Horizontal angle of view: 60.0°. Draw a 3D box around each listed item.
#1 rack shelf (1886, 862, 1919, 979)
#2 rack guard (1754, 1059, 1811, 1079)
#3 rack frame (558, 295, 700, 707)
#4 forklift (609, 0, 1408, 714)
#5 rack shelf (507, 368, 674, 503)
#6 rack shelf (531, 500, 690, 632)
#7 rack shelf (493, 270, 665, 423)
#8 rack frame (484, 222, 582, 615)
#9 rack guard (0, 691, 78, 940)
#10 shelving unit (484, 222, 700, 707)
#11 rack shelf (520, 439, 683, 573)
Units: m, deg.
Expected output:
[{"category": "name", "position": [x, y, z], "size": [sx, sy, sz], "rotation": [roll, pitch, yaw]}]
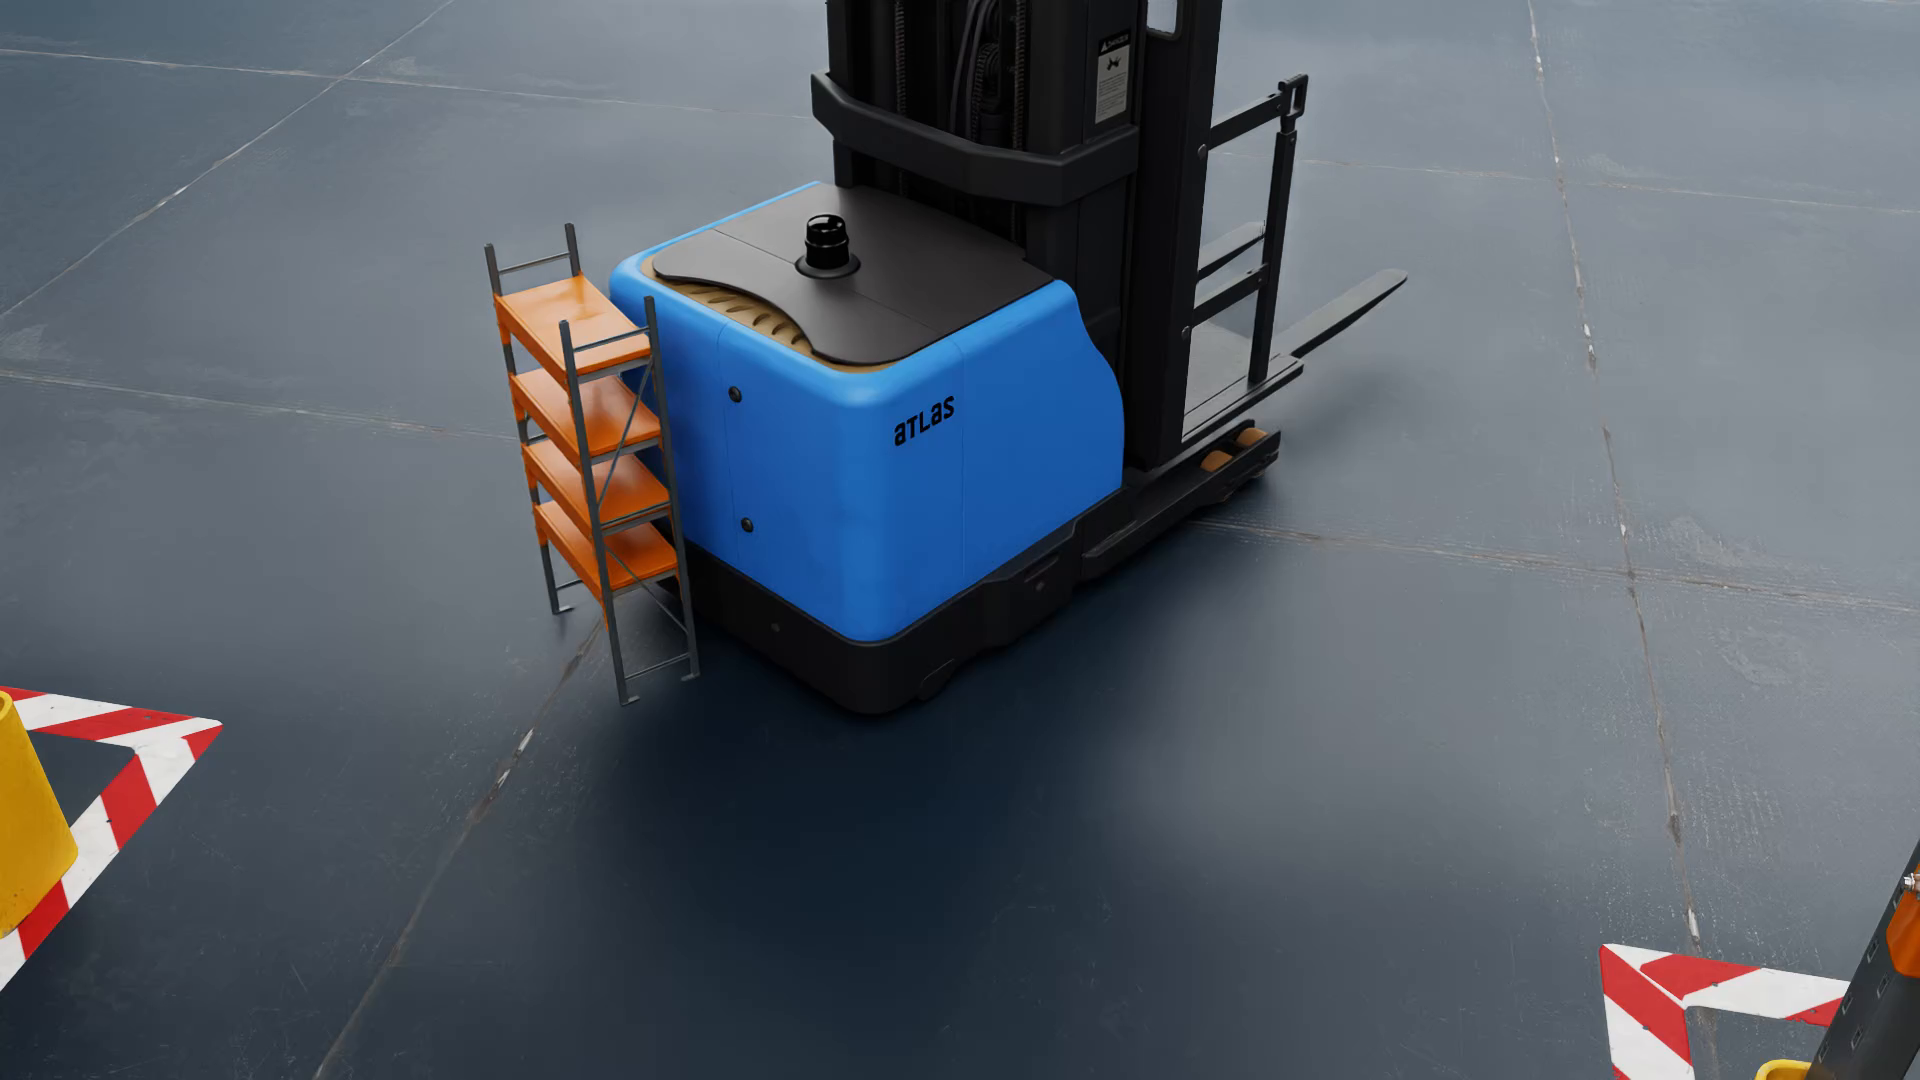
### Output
[{"category": "rack shelf", "position": [1.590, 1.709, 0.949], "size": [1.077, 0.370, 4.000], "rotation": [7, 37, 10]}, {"category": "rack guard", "position": [2.001, 1.327, 2.993], "size": [1.175, 0.500, 0.348], "rotation": [7, 37, 10]}, {"category": "rack frame", "position": [-0.842, -0.065, 4.317], "size": [0.240, 1.200, 0.015], "rotation": [-21, 41, -27]}, {"category": "forklift", "position": [0.413, -1.493, 4.812], "size": [1.130, 2.935, 3.031], "rotation": [29, 45, 33]}, {"category": "rack shelf", "position": [-0.977, -0.311, 4.390], "size": [0.258, 0.148, 0.480], "rotation": [-21, 41, -27]}, {"category": "rack shelf", "position": [-0.976, 0.030, 4.638], "size": [0.258, 0.148, 0.480], "rotation": [-21, 41, -27]}, {"category": "rack shelf", "position": [-0.977, -0.503, 4.251], "size": [0.258, 0.148, 0.480], "rotation": [-21, 41, -27]}, {"category": "rack frame", "position": [-1.112, -0.304, 4.647], "size": [0.240, 1.200, 0.015], "rotation": [-21, 41, -27]}, {"category": "rack guard", "position": [-2.801, 0.590, 4.010], "size": [1.175, 0.500, 0.348], "rotation": [7, 37, 10]}, {"category": "shelving unit", "position": [-0.977, -0.185, 4.482], "size": [0.258, 1.200, 0.503], "rotation": [-21, 41, -27]}, {"category": "rack shelf", "position": [-0.977, -0.130, 4.521], "size": [0.258, 0.148, 0.480], "rotation": [-21, 41, -27]}]
